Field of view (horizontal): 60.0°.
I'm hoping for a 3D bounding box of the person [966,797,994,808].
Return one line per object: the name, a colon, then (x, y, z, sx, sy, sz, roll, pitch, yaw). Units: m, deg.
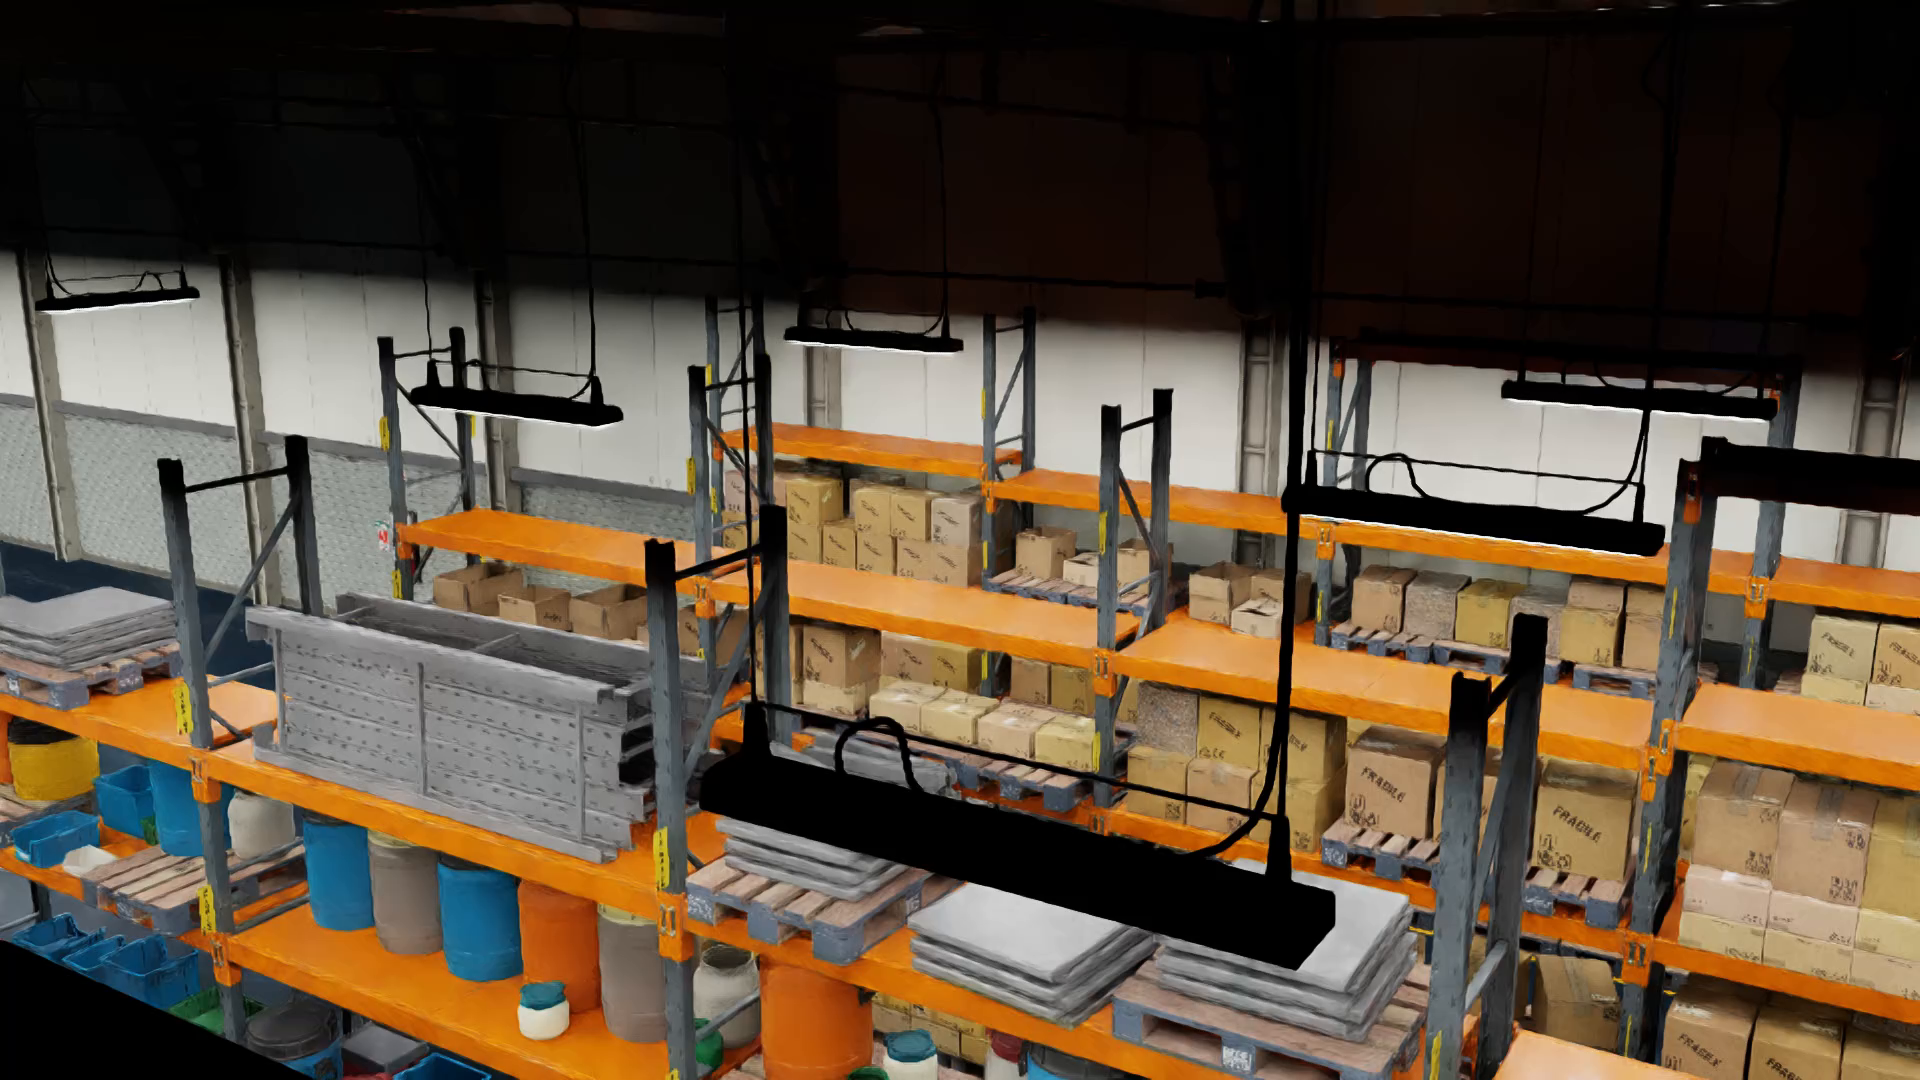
person: (0.226, 3.282, 16.450, 0.463, 1.677, 0.524, -7, 16, -27)
